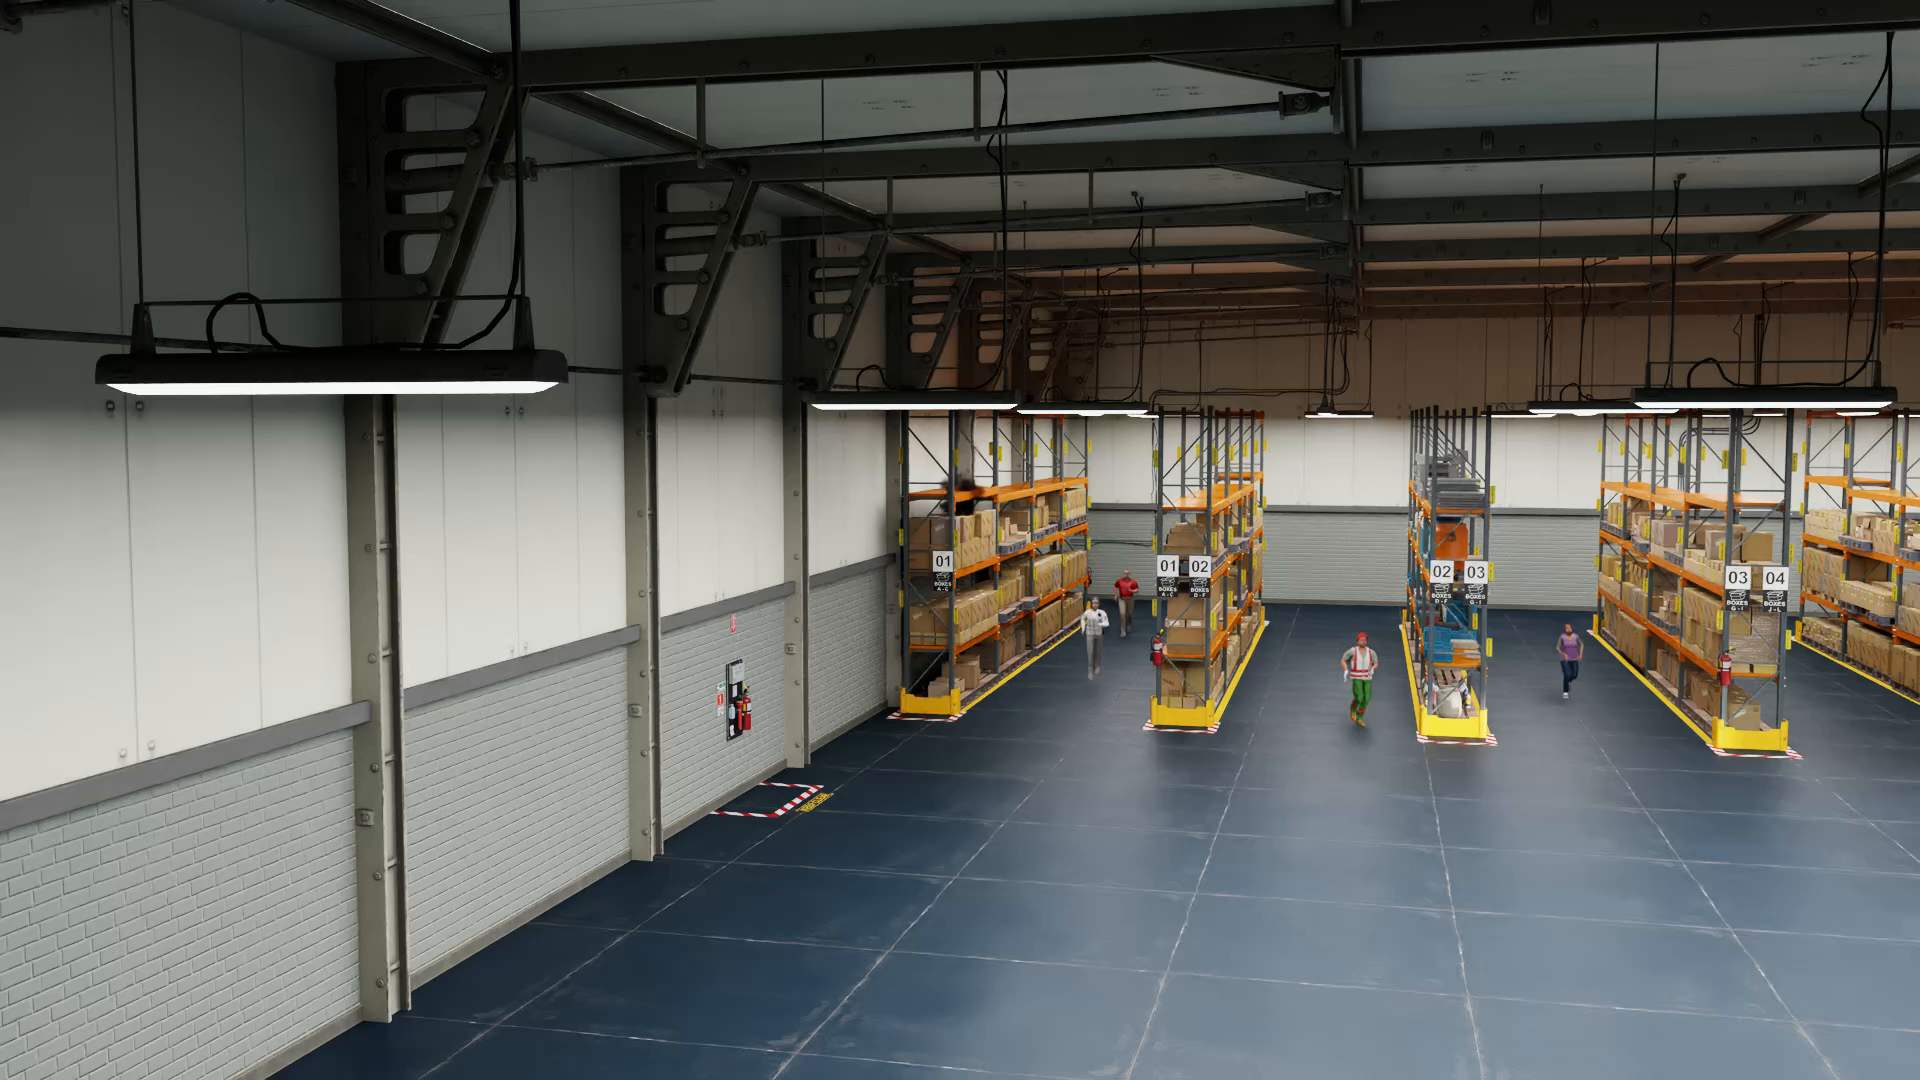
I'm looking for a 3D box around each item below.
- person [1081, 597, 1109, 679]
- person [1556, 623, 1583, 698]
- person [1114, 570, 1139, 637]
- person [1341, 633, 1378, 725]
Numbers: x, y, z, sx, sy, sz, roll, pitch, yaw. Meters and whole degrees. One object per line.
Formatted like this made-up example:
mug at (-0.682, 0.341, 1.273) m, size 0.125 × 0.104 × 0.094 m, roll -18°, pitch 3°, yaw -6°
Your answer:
person at (2.871, 2.057, 35.413) m, size 0.599 × 1.717 × 0.810 m, roll 0°, pitch 4°, yaw 5°
person at (12.581, 2.494, 34.302) m, size 0.560 × 1.558 × 0.598 m, roll 1°, pitch 4°, yaw 11°
person at (4.439, 1.662, 44.358) m, size 0.655 × 1.743 × 0.937 m, roll 0°, pitch 4°, yaw 3°
person at (7.529, 2.613, 31.143) m, size 0.655 × 1.740 × 0.578 m, roll 0°, pitch 4°, yaw -3°
